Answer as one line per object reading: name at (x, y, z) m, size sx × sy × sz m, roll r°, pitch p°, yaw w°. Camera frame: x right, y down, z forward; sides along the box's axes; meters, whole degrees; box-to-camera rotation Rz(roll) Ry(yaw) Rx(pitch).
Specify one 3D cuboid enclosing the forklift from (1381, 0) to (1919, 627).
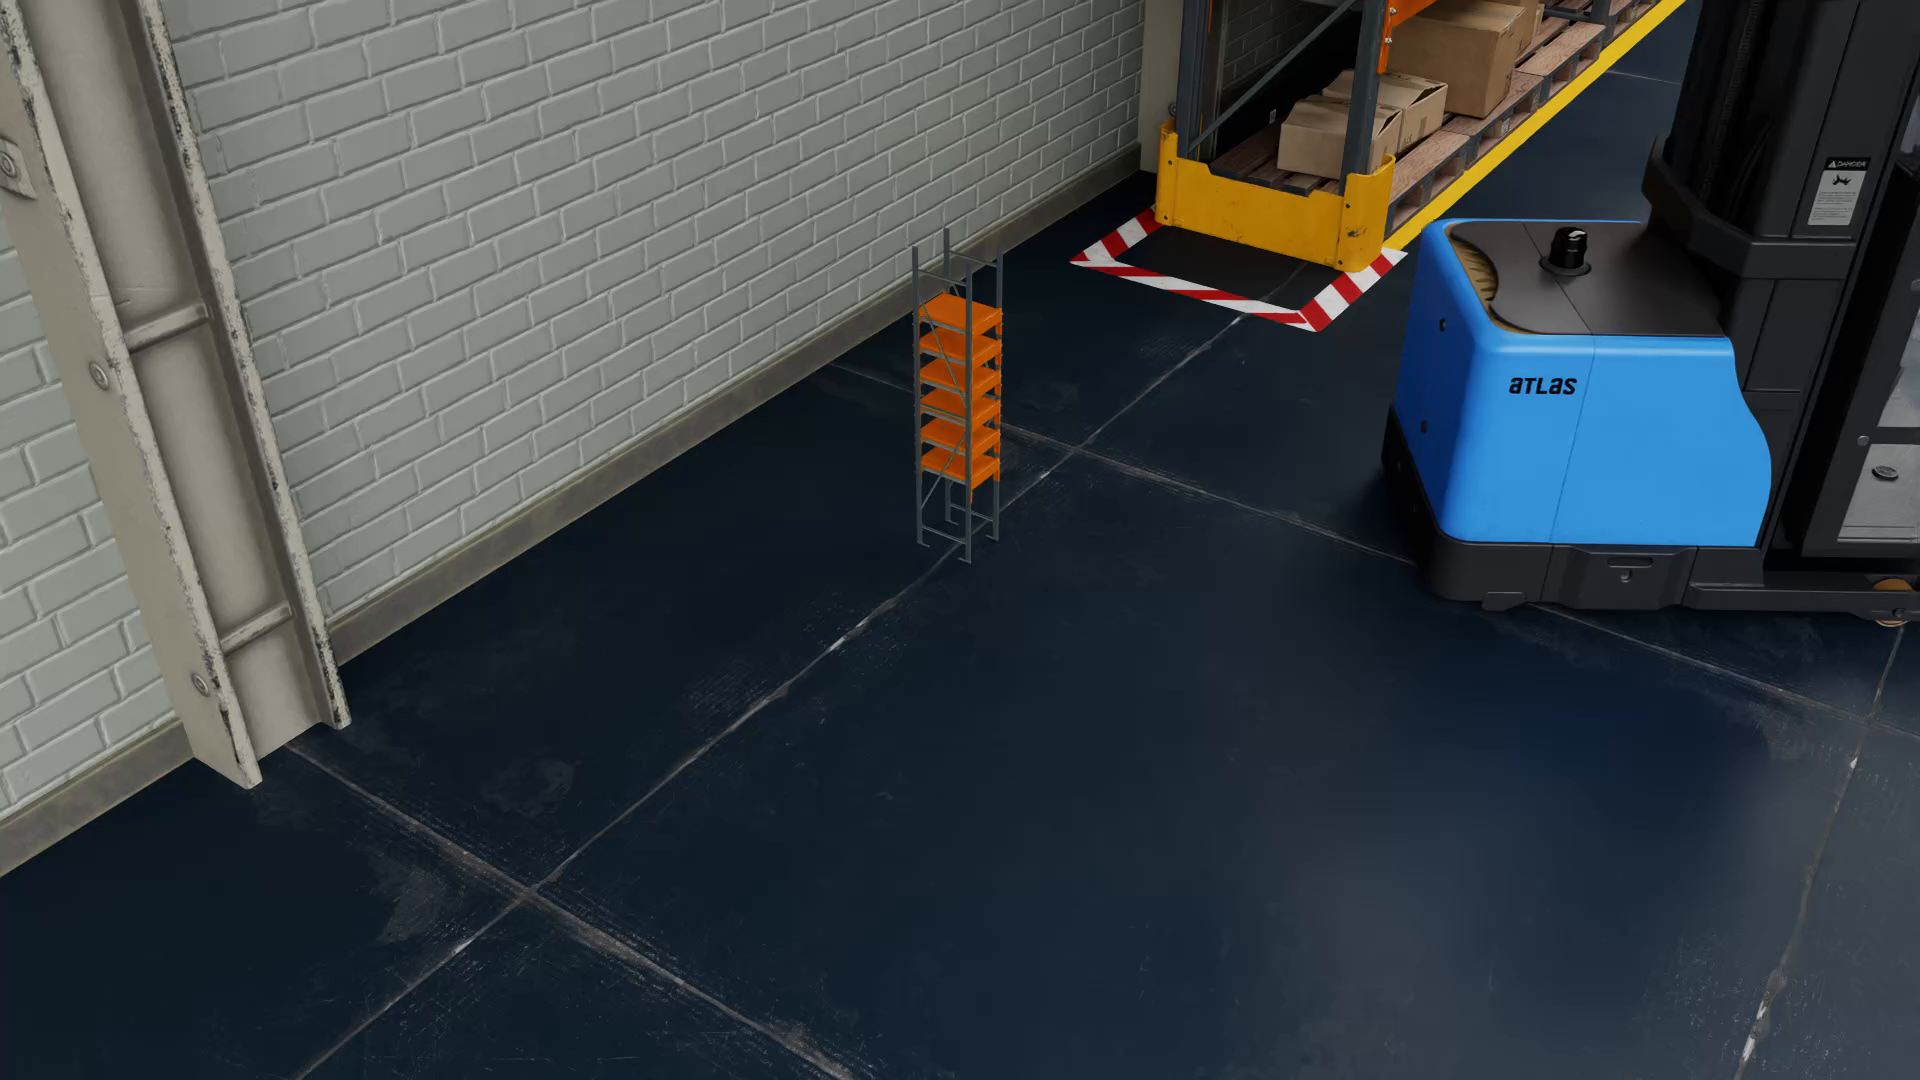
forklift at (3.172, -1.213, 5.427) m, size 3.031 × 2.935 × 1.130 m, roll 1°, pitch 34°, yaw 1°

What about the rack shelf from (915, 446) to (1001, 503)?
rack shelf at (-0.008, -0.255, 6.063) m, size 0.258 × 0.103 × 0.180 m, roll 21°, pitch 39°, yaw 28°

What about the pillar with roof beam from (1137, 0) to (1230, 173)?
pillar with roof beam at (4.755, -4.485, 4.850) m, size 9.100 × 9.000 × 0.400 m, roll 21°, pitch 39°, yaw 28°

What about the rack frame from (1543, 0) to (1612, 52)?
rack frame at (3.810, -4.618, 10.401) m, size 1.000 × 3.000 × 0.127 m, roll 21°, pitch 39°, yaw 28°

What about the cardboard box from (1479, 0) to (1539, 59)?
cardboard box at (3.251, -3.274, 10.252) m, size 0.500 × 0.500 × 0.500 m, roll 18°, pitch 38°, yaw 25°

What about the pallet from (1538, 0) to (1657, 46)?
pallet at (4.253, -3.821, 11.712) m, size 1.003 × 0.211 × 1.213 m, roll 21°, pitch 39°, yaw 28°

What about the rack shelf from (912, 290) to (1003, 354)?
rack shelf at (-0.008, -0.752, 5.727) m, size 0.258 × 0.103 × 0.180 m, roll 21°, pitch 39°, yaw 28°

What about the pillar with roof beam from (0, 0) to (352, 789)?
pillar with roof beam at (1.334, -1.724, 0.766) m, size 9.100 × 9.000 × 0.400 m, roll 21°, pitch 39°, yaw 28°

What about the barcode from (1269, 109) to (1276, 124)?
barcode at (1.680, -2.275, 8.936) m, size 0.001 × 0.075 × 0.075 m, roll 21°, pitch 39°, yaw 28°

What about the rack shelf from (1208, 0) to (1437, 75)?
rack shelf at (2.670, -3.399, 9.241) m, size 1.077 × 0.370 × 4.000 m, roll 21°, pitch 39°, yaw 28°

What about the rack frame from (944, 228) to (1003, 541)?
rack frame at (0.044, -0.532, 5.966) m, size 0.240 × 1.200 × 0.006 m, roll 21°, pitch 39°, yaw 28°

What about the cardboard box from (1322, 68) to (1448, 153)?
cardboard box at (2.323, -2.397, 9.125) m, size 0.500 × 0.311 × 0.500 m, roll 25°, pitch 41°, yaw 32°

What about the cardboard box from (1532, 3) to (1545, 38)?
cardboard box at (3.530, -3.370, 10.693) m, size 0.380 × 0.166 × 0.250 m, roll 16°, pitch 37°, yaw 22°

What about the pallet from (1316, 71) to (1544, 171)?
pallet at (2.761, -2.578, 9.874) m, size 1.003 × 0.211 × 1.213 m, roll 21°, pitch 39°, yaw 28°

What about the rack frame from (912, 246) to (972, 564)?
rack frame at (-0.060, -0.448, 5.842) m, size 0.240 × 1.200 × 0.006 m, roll 21°, pitch 39°, yaw 28°

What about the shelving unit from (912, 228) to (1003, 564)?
shelving unit at (-0.008, -0.490, 5.904) m, size 0.258 × 1.200 × 0.189 m, roll 21°, pitch 39°, yaw 28°

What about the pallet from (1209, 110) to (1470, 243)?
pallet at (2.065, -2.019, 9.048) m, size 1.003 × 0.211 × 1.213 m, roll 21°, pitch 39°, yaw 28°

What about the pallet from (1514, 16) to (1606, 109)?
pallet at (3.456, -3.142, 10.708) m, size 1.003 × 0.211 × 1.213 m, roll 21°, pitch 39°, yaw 28°

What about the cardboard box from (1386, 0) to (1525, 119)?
cardboard box at (2.782, -2.797, 9.547) m, size 0.700 × 0.500 × 0.500 m, roll 19°, pitch 38°, yaw 25°

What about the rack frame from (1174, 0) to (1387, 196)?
rack frame at (1.530, -2.777, 7.679) m, size 1.000 × 3.000 × 0.127 m, roll 21°, pitch 39°, yaw 28°

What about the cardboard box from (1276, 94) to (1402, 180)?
cardboard box at (1.998, -2.135, 8.737) m, size 0.500 × 0.311 × 0.500 m, roll 17°, pitch 37°, yaw 23°

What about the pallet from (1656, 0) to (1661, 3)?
pallet at (4.948, -4.385, 12.546) m, size 1.003 × 0.211 × 1.213 m, roll 21°, pitch 39°, yaw 28°

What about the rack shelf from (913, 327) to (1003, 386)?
rack shelf at (-0.008, -0.652, 5.794) m, size 0.258 × 0.103 × 0.180 m, roll 21°, pitch 39°, yaw 28°

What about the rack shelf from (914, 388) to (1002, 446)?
rack shelf at (-0.008, -0.454, 5.929) m, size 0.258 × 0.103 × 0.180 m, roll 21°, pitch 39°, yaw 28°

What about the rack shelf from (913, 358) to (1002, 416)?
rack shelf at (-0.008, -0.553, 5.862) m, size 0.258 × 0.103 × 0.180 m, roll 21°, pitch 39°, yaw 28°

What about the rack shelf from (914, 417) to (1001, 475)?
rack shelf at (-0.008, -0.354, 5.996) m, size 0.258 × 0.103 × 0.180 m, roll 21°, pitch 39°, yaw 28°
